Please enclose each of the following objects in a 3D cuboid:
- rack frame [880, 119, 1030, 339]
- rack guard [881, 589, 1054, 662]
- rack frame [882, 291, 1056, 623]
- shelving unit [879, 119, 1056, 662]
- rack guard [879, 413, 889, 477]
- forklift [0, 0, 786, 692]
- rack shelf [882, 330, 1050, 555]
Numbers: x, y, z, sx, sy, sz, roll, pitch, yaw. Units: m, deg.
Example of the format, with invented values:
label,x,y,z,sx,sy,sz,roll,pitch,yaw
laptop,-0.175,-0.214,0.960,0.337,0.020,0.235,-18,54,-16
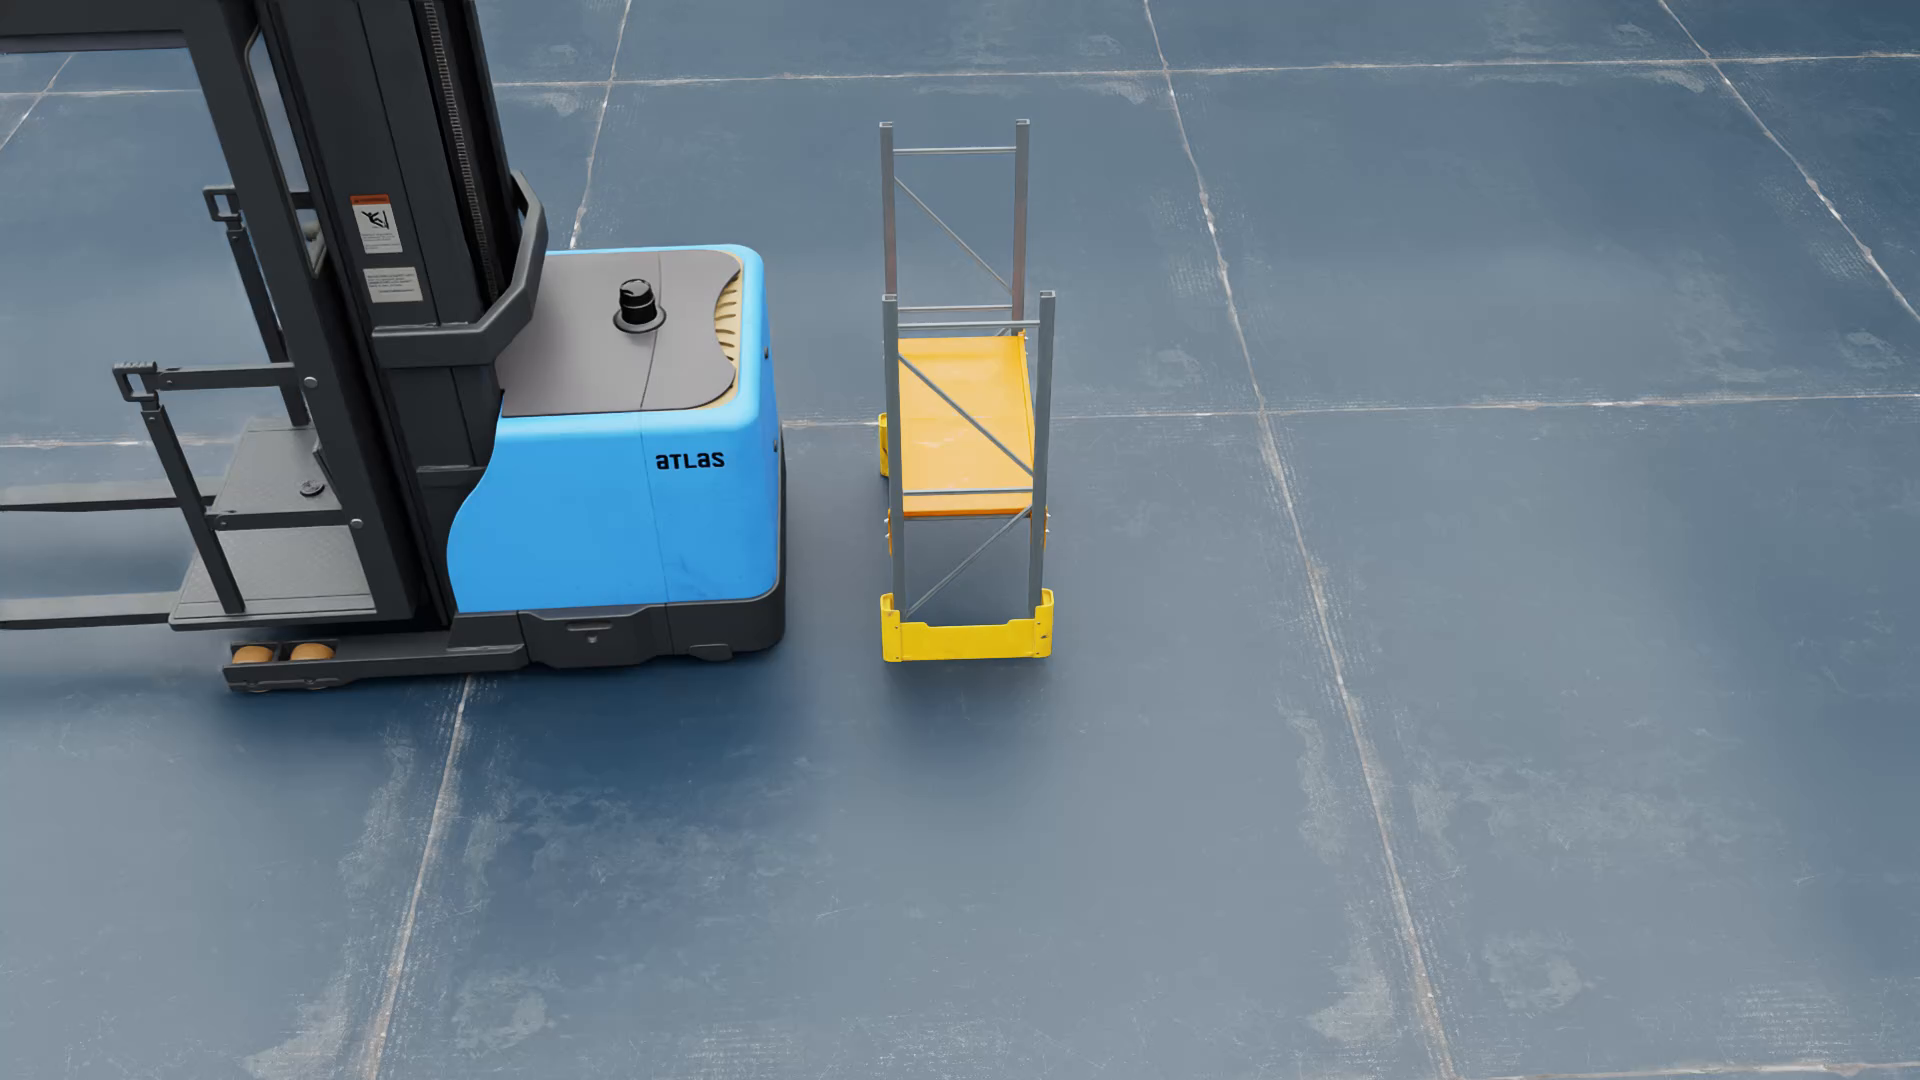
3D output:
label,x,y,z,sx,sy,sz,roll,pitch,yaw
rack frame,-0.018,-0.838,6.055,0.500,1.500,0.032,-2,43,-2
rack guard,0.024,0.296,5.743,0.587,0.250,0.087,-2,43,-2
rack frame,0.025,-0.152,5.306,0.500,1.500,0.032,-2,43,-2
shelving unit,0.003,-0.501,5.687,0.587,1.500,1.083,-2,43,-2
rack guard,-0.018,-0.377,6.476,0.587,0.250,0.087,-2,43,-2
forklift,-2.153,-0.932,5.097,3.031,2.935,1.130,-3,43,-3
rack shelf,0.004,-0.363,5.802,0.538,0.185,1.000,-2,43,-2
